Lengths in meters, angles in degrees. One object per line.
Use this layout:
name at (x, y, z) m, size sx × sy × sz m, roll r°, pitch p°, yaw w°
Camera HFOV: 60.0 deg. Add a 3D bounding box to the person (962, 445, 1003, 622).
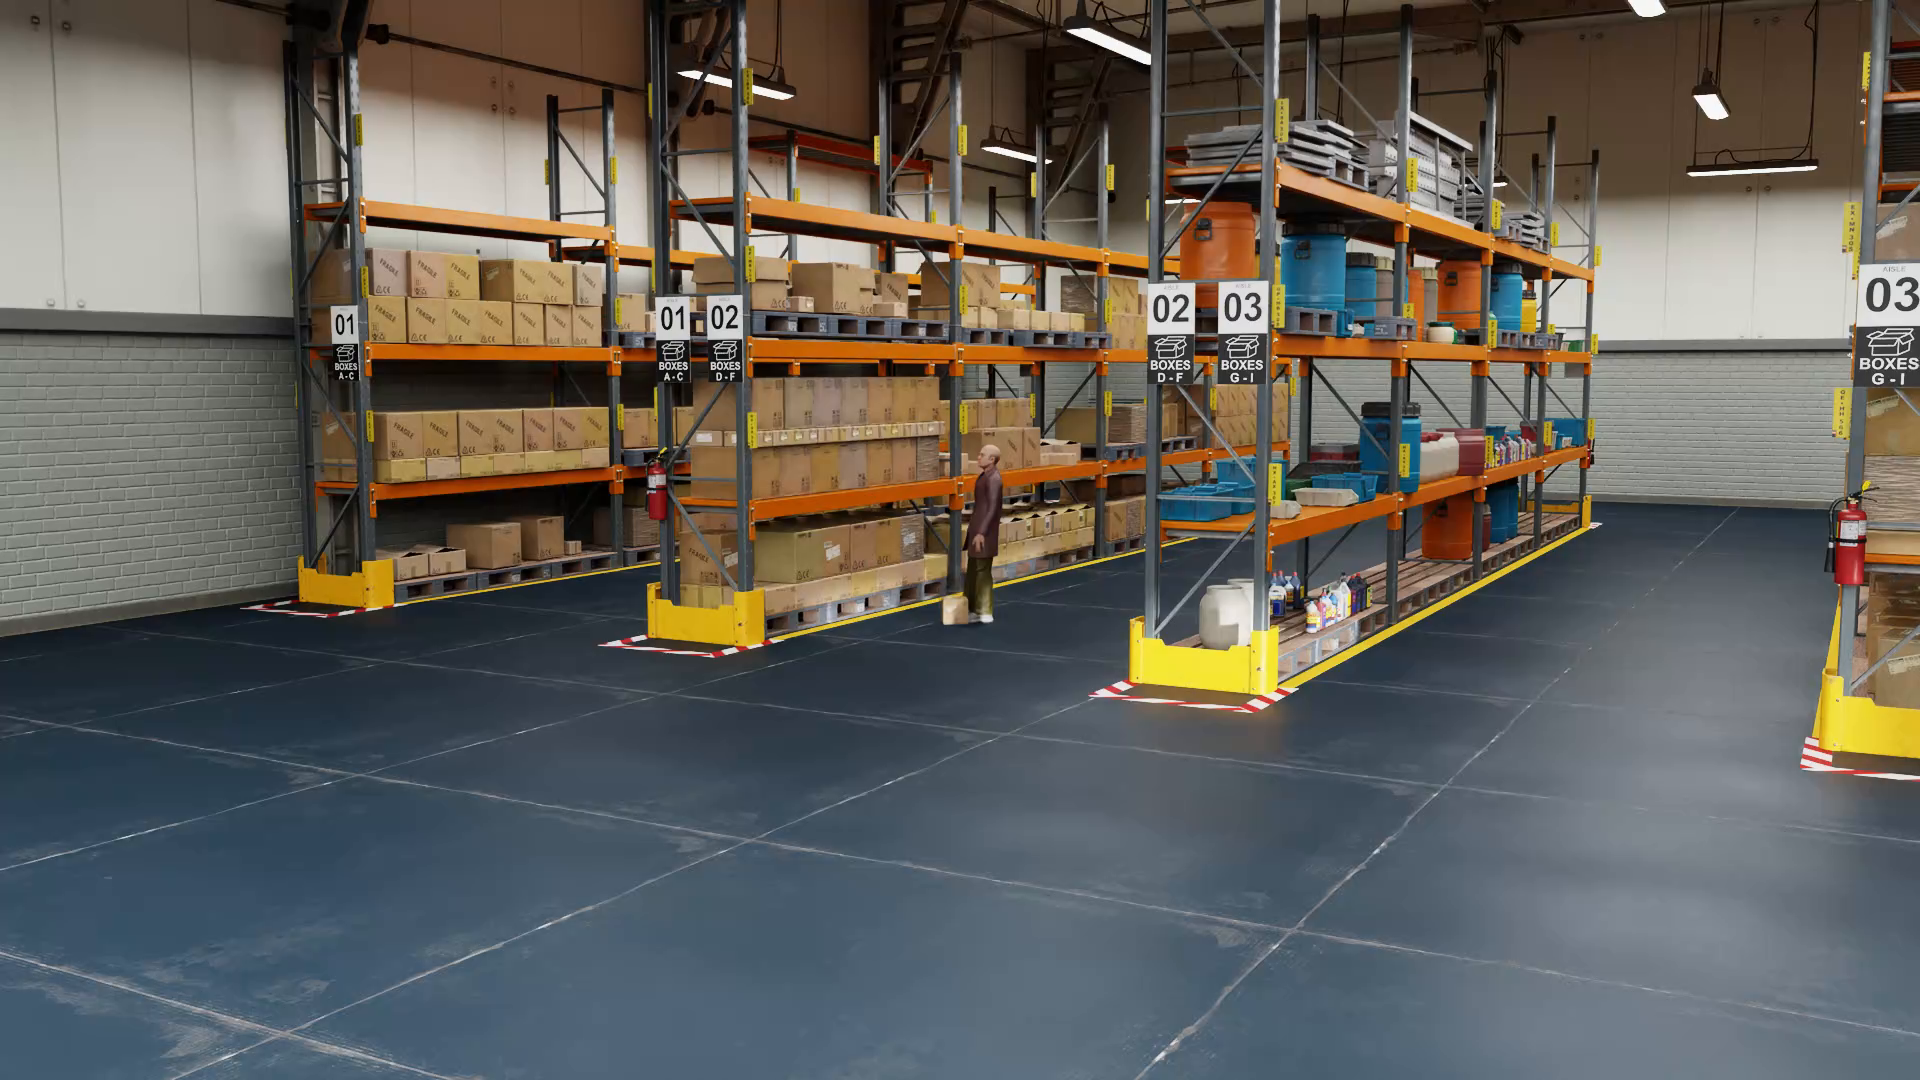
person at (0.139, -0.065, 16.621) m, size 0.582 × 1.776 × 0.693 m, roll 0°, pitch 6°, yaw -3°
